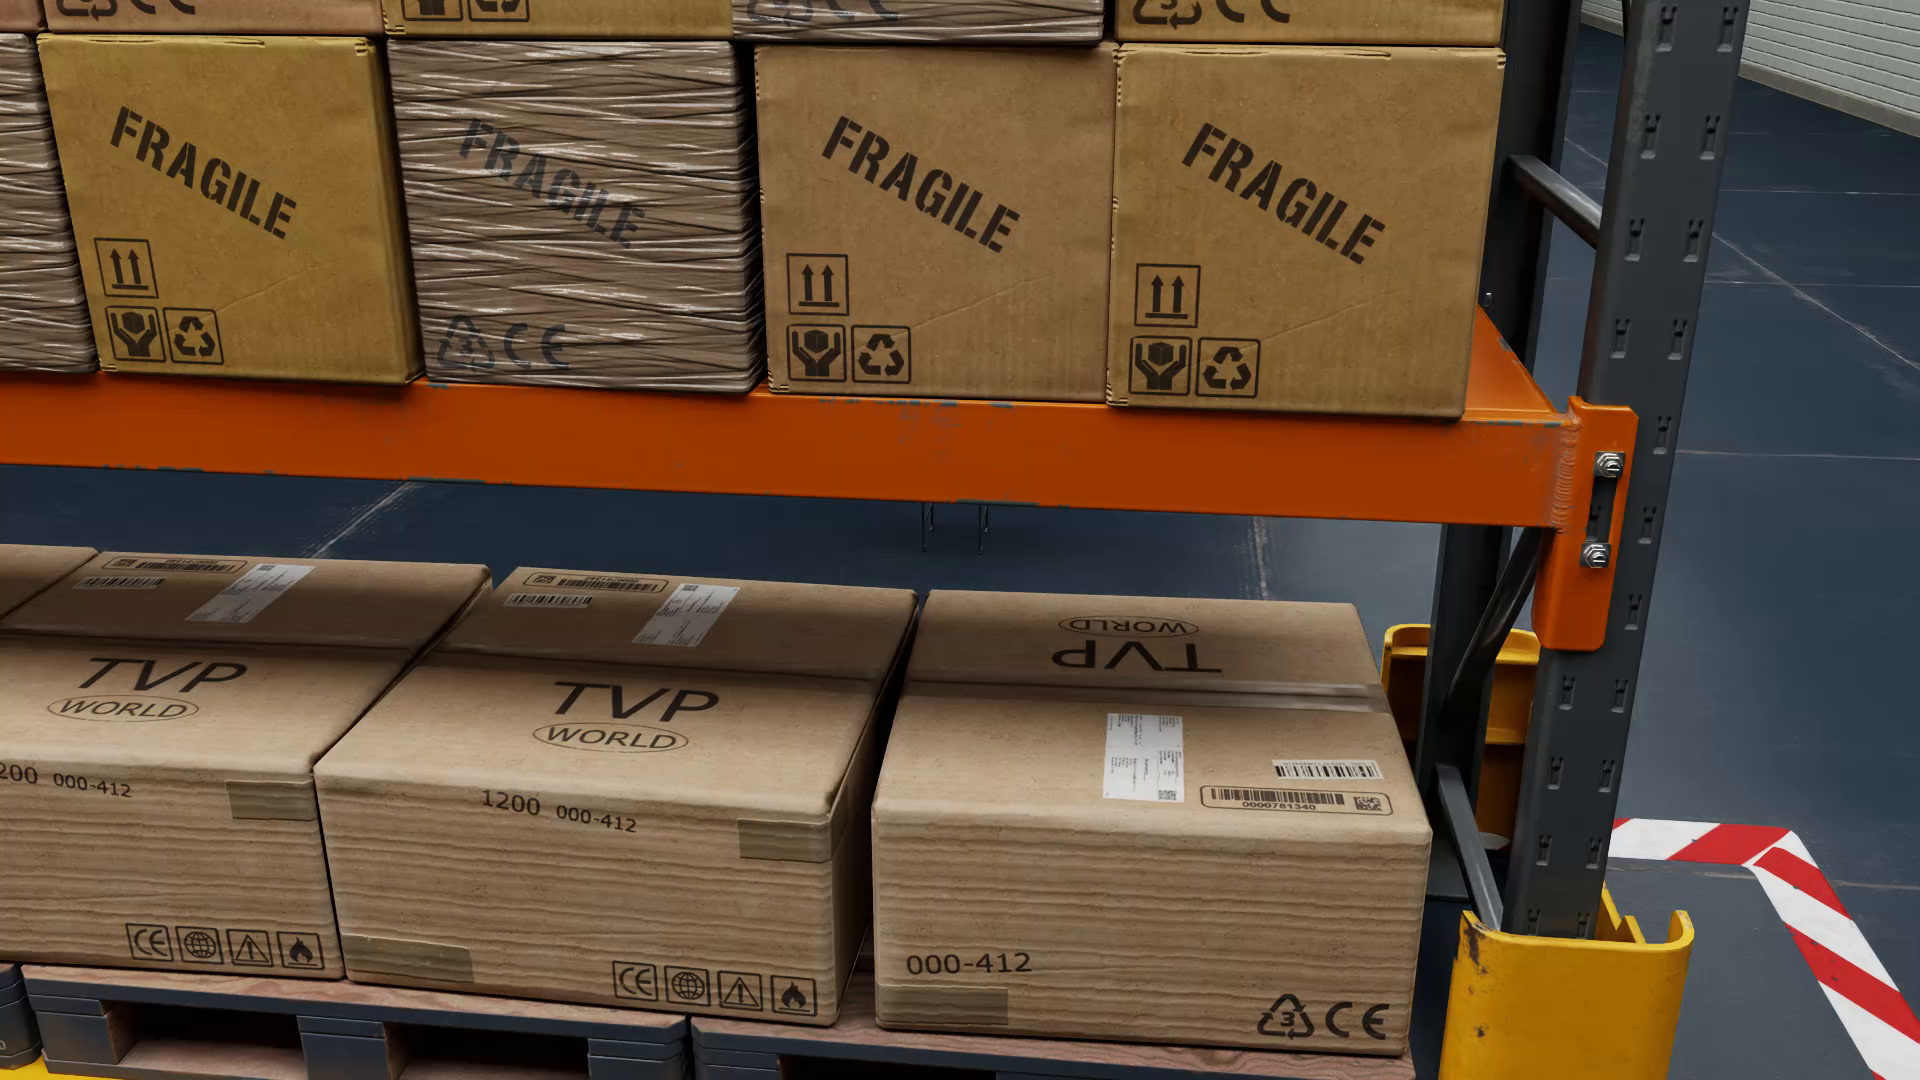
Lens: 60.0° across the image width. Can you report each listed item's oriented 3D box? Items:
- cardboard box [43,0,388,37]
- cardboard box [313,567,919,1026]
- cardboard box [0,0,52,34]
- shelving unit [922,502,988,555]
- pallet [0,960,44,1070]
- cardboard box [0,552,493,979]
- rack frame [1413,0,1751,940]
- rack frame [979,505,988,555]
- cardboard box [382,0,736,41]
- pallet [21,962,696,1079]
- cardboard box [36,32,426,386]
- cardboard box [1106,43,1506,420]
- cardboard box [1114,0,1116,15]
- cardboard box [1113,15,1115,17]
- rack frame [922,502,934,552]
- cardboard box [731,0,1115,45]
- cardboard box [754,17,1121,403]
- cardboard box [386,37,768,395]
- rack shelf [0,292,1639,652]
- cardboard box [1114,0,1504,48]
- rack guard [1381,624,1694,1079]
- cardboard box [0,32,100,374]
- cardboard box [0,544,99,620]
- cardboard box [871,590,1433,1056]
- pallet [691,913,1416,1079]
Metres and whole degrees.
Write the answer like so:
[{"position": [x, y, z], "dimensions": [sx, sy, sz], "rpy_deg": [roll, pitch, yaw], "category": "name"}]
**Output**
[{"position": [-1.021, -1.032, 2.475], "dimensions": [0.500, 0.500, 0.500], "rpy_deg": [2, 22, 6], "category": "cardboard box"}, {"position": [-0.579, 0.438, 3.166], "dimensions": [0.875, 0.438, 0.875], "rpy_deg": [3, 22, 8], "category": "cardboard box"}, {"position": [-1.522, -1.055, 2.532], "dimensions": [0.500, 0.500, 0.500], "rpy_deg": [3, 22, 7], "category": "cardboard box"}, {"position": [-0.014, -0.559, 5.221], "dimensions": [0.189, 1.200, 0.258], "rpy_deg": [2, 22, 6], "category": "shelving unit"}, {"position": [-2.229, 0.655, 3.495], "dimensions": [1.213, 0.211, 1.003], "rpy_deg": [2, 22, 6], "category": "pallet"}, {"position": [-1.474, 0.398, 3.267], "dimensions": [0.875, 0.438, 0.875], "rpy_deg": [2, 22, 5], "category": "cardboard box"}, {"position": [0.998, -0.530, 2.700], "dimensions": [0.127, 3.000, 1.000], "rpy_deg": [2, 22, 6], "category": "rack frame"}, {"position": [0.076, -0.555, 5.211], "dimensions": [0.006, 1.200, 0.240], "rpy_deg": [2, 22, 6], "category": "rack frame"}, {"position": [-0.522, -1.010, 2.418], "dimensions": [0.500, 0.500, 0.500], "rpy_deg": [2, 22, 6], "category": "cardboard box"}, {"position": [-1.014, 0.707, 3.364], "dimensions": [1.213, 0.211, 1.003], "rpy_deg": [2, 22, 6], "category": "pallet"}, {"position": [-1.035, -0.564, 2.651], "dimensions": [0.500, 0.500, 0.500], "rpy_deg": [3, 22, 8], "category": "cardboard box"}, {"position": [0.488, -0.501, 2.490], "dimensions": [0.500, 0.500, 0.500], "rpy_deg": [3, 22, 7], "category": "cardboard box"}, {"position": [0.041, -1.186, 2.864], "dimensions": [0.500, 0.500, 0.500], "rpy_deg": [2, 22, 5], "category": "cardboard box"}, {"position": [0.049, -0.714, 3.029], "dimensions": [0.500, 0.500, 0.500], "rpy_deg": [2, 22, 6], "category": "cardboard box"}, {"position": [-0.105, -0.563, 5.231], "dimensions": [0.006, 1.200, 0.240], "rpy_deg": [2, 22, 6], "category": "rack frame"}, {"position": [-0.031, -0.987, 2.361], "dimensions": [0.500, 0.500, 0.500], "rpy_deg": [3, 22, 6], "category": "cardboard box"}, {"position": [-0.009, -0.528, 2.559], "dimensions": [0.500, 0.500, 0.500], "rpy_deg": [2, 22, 5], "category": "cardboard box"}, {"position": [-0.521, -0.546, 2.606], "dimensions": [0.500, 0.500, 0.500], "rpy_deg": [3, 22, 8], "category": "cardboard box"}, {"position": [-0.988, -0.282, 3.051], "dimensions": [4.000, 0.370, 1.077], "rpy_deg": [2, 22, 6], "category": "rack shelf"}, {"position": [0.491, -0.975, 2.331], "dimensions": [0.500, 0.500, 0.500], "rpy_deg": [3, 22, 8], "category": "cardboard box"}, {"position": [1.022, 0.634, 3.157], "dimensions": [0.348, 0.500, 1.175], "rpy_deg": [2, 22, 6], "category": "rack guard"}, {"position": [-1.547, -0.586, 2.707], "dimensions": [0.500, 0.500, 0.500], "rpy_deg": [3, 22, 7], "category": "cardboard box"}, {"position": [-2.364, 0.360, 3.364], "dimensions": [0.875, 0.438, 0.875], "rpy_deg": [2, 22, 6], "category": "cardboard box"}, {"position": [0.331, 0.474, 3.074], "dimensions": [0.875, 0.438, 0.875], "rpy_deg": [2, 22, 4], "category": "cardboard box"}, {"position": [0.195, 0.761, 3.228], "dimensions": [1.213, 0.211, 1.003], "rpy_deg": [2, 22, 6], "category": "pallet"}]
